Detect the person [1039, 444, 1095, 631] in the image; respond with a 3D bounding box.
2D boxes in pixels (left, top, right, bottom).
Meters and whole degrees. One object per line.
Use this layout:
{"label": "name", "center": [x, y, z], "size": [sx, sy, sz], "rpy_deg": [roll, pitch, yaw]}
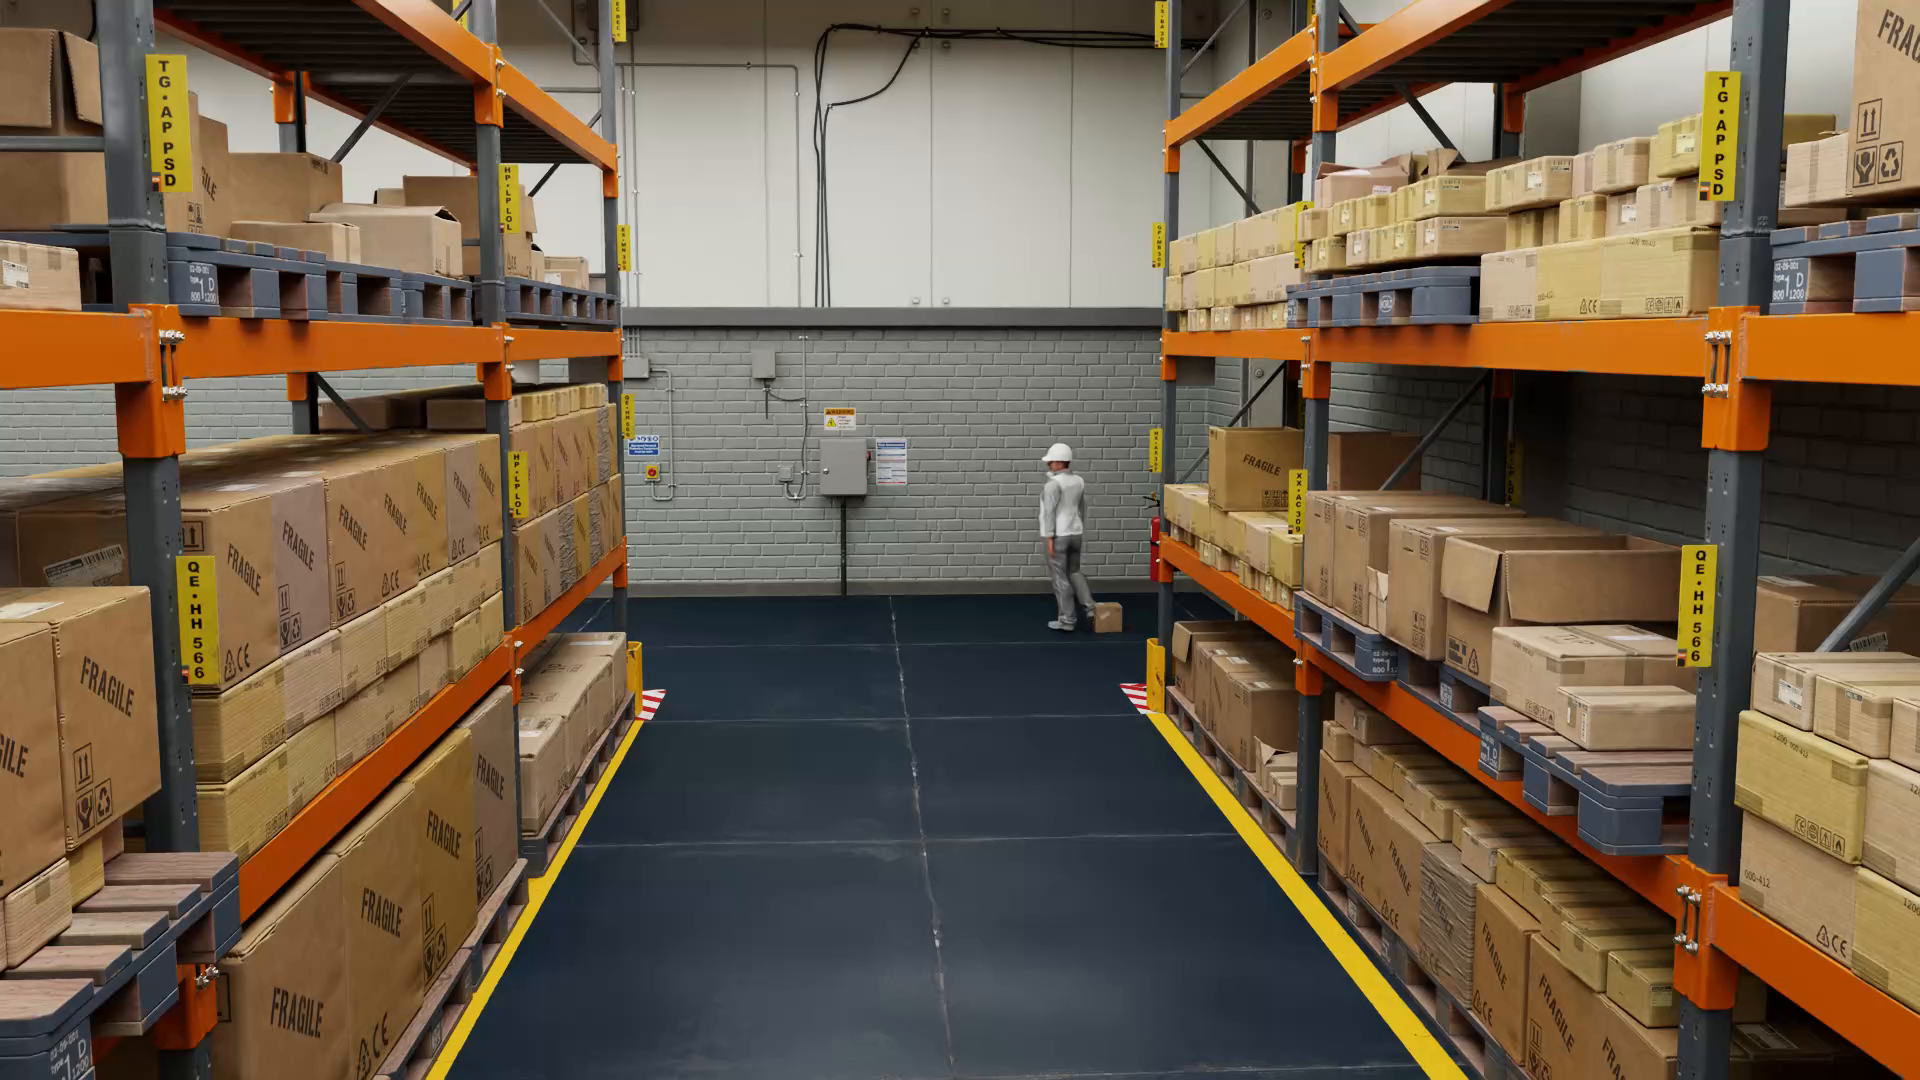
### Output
{"label": "person", "center": [1.042, -0.035, 15.774], "size": [0.692, 1.764, 0.473], "rpy_deg": [-7, 10, -45]}
